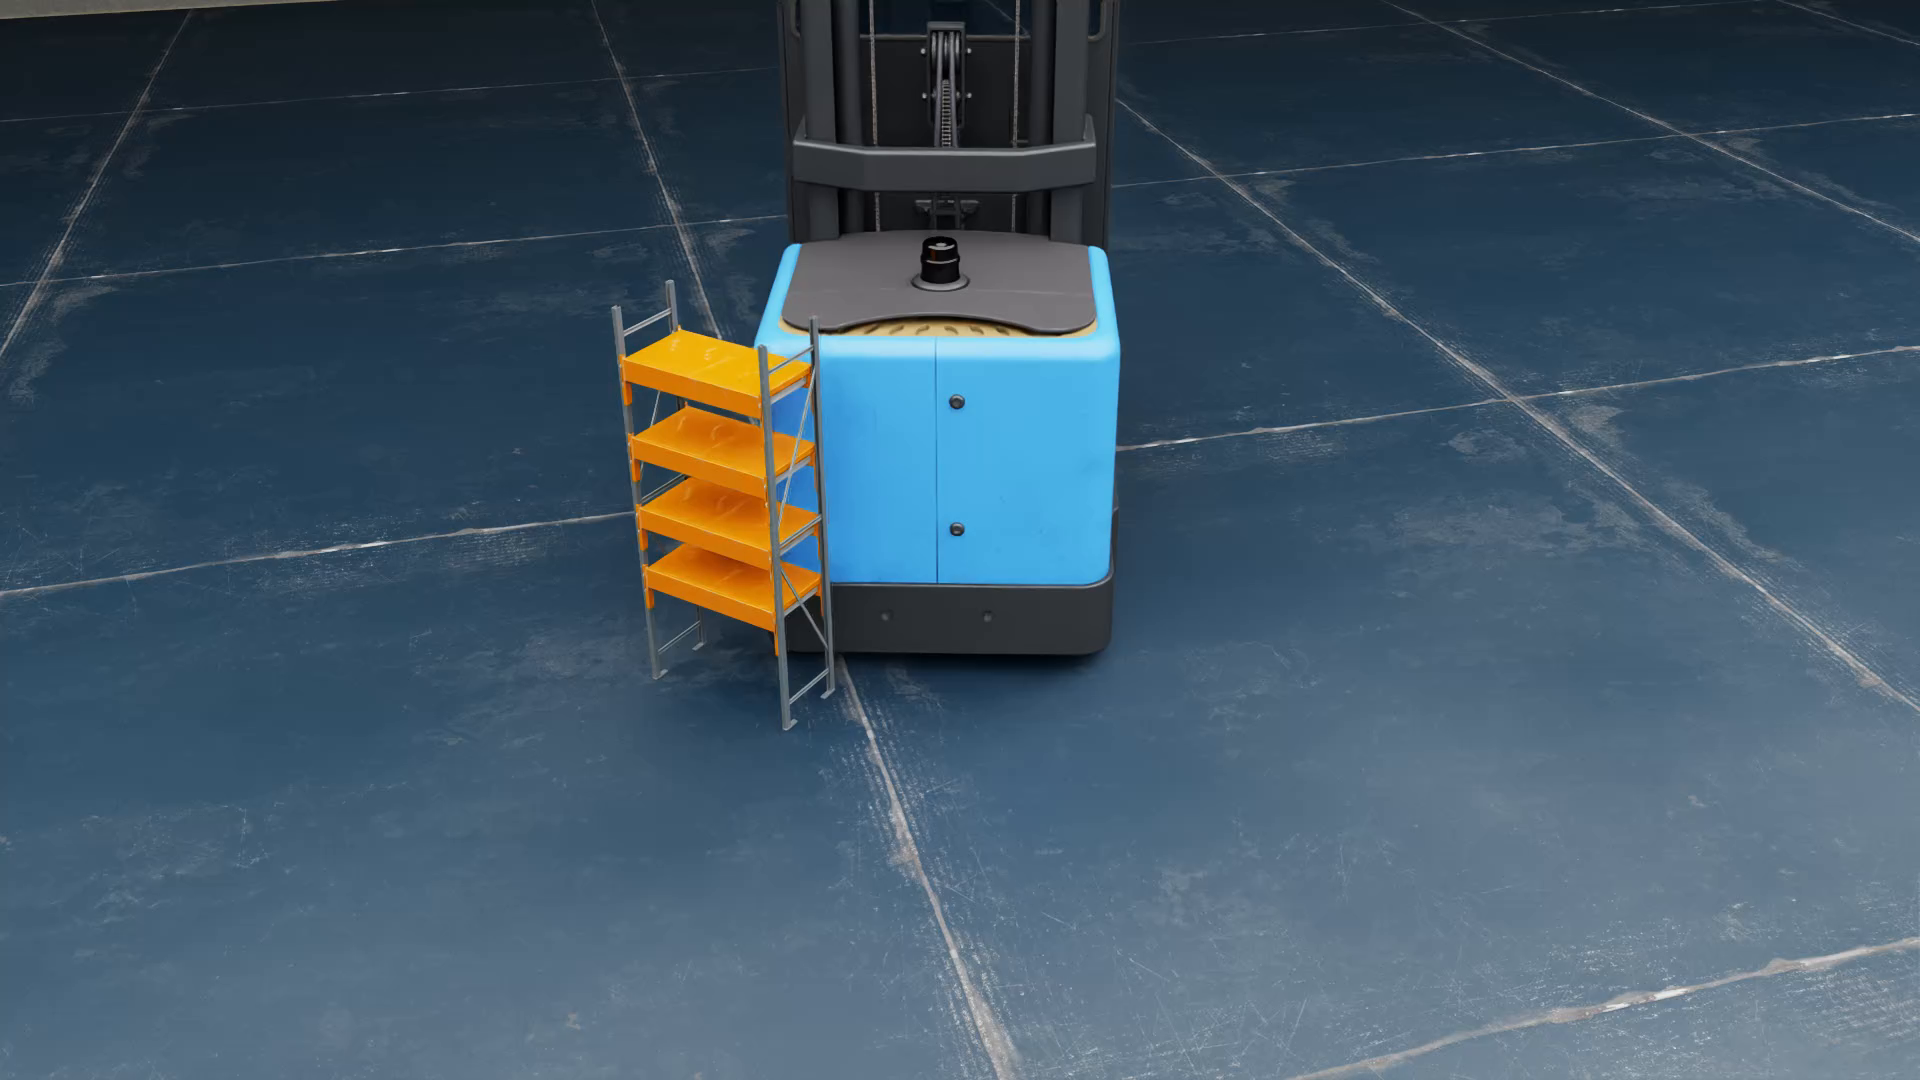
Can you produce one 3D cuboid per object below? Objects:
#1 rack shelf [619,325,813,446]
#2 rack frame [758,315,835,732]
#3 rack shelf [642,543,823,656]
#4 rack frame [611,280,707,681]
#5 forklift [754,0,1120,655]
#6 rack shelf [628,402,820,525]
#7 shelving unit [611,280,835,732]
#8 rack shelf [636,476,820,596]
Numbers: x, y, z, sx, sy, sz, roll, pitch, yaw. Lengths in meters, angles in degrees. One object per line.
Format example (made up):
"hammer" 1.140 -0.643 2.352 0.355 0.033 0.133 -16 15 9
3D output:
"rack shelf" -0.651 -0.424 4.500 0.480 0.148 0.258 17 34 27
"rack frame" -0.443 -0.019 4.586 0.015 1.200 0.240 17 34 27
"rack shelf" -0.651 0.147 4.830 0.480 0.148 0.258 17 34 27
"rack frame" -0.858 -0.148 4.807 0.015 1.200 0.240 17 34 27
"forklift" -0.032 -1.622 5.627 1.130 2.935 3.031 1 30 1
"rack shelf" -0.651 -0.219 4.618 0.480 0.148 0.258 17 34 27
"shelving unit" -0.651 -0.084 4.697 0.503 1.200 0.258 17 34 27
"rack shelf" -0.651 -0.025 4.730 0.480 0.148 0.258 17 34 27
